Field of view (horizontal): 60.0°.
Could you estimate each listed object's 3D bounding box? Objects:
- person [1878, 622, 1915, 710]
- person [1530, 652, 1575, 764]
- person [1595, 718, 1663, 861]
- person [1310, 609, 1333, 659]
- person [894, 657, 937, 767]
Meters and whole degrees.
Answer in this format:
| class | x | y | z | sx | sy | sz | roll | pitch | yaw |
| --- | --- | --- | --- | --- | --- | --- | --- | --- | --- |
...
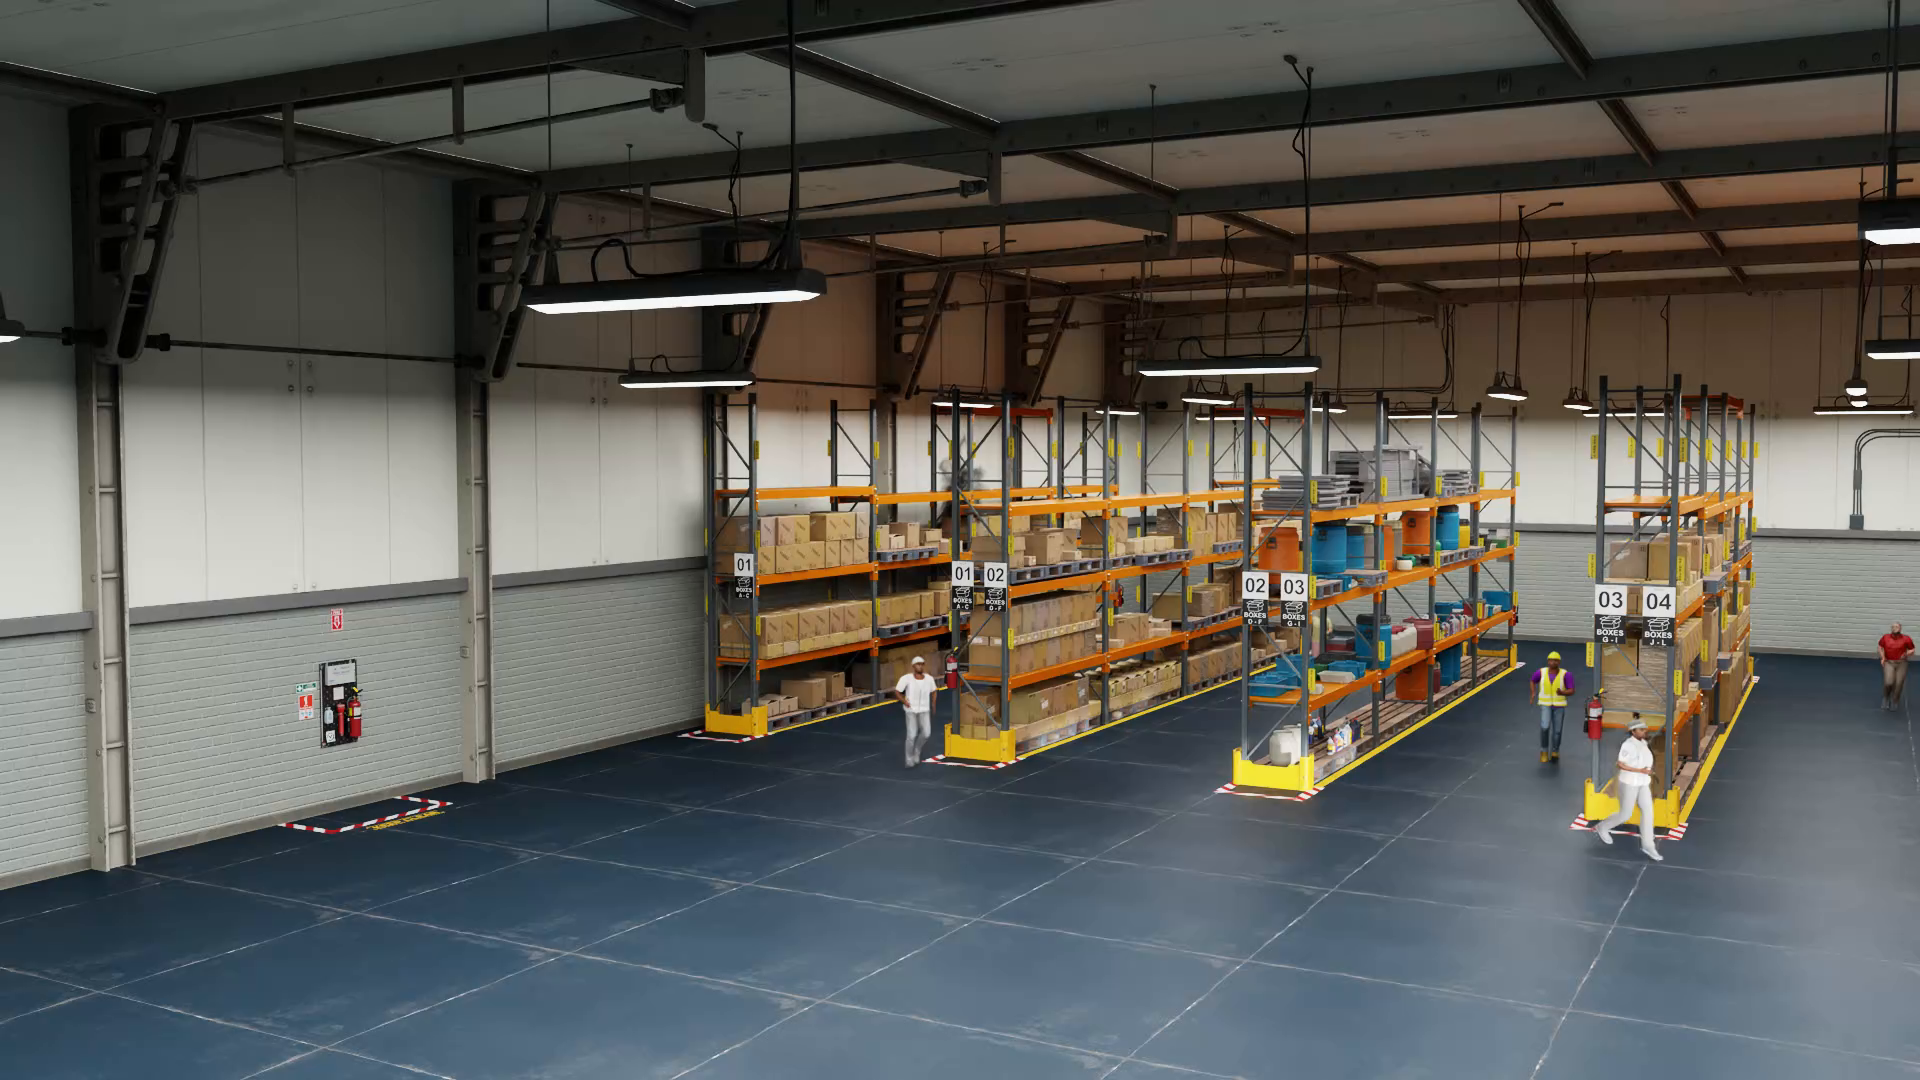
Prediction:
| class | x | y | z | sx | sy | sz | roll | pitch | yaw |
| --- | --- | --- | --- | --- | --- | --- | --- | --- | --- |
| person | 17.952 | 2.464 | 31.906 | 0.638 | 1.645 | 0.647 | 2 | 4 | 31 |
| person | 9.479 | 2.687 | 26.629 | 0.670 | 1.798 | 0.728 | 1 | 3 | 18 |
| person | 8.342 | 3.046 | 20.610 | 0.589 | 1.716 | 0.911 | -2 | 4 | -32 |
| person | 7.723 | 2.239 | 35.714 | 0.543 | 1.721 | 0.723 | 1 | 3 | 13 |
| person | -0.665 | 2.715 | 26.276 | 0.722 | 1.732 | 0.539 | -1 | 3 | -14 |
